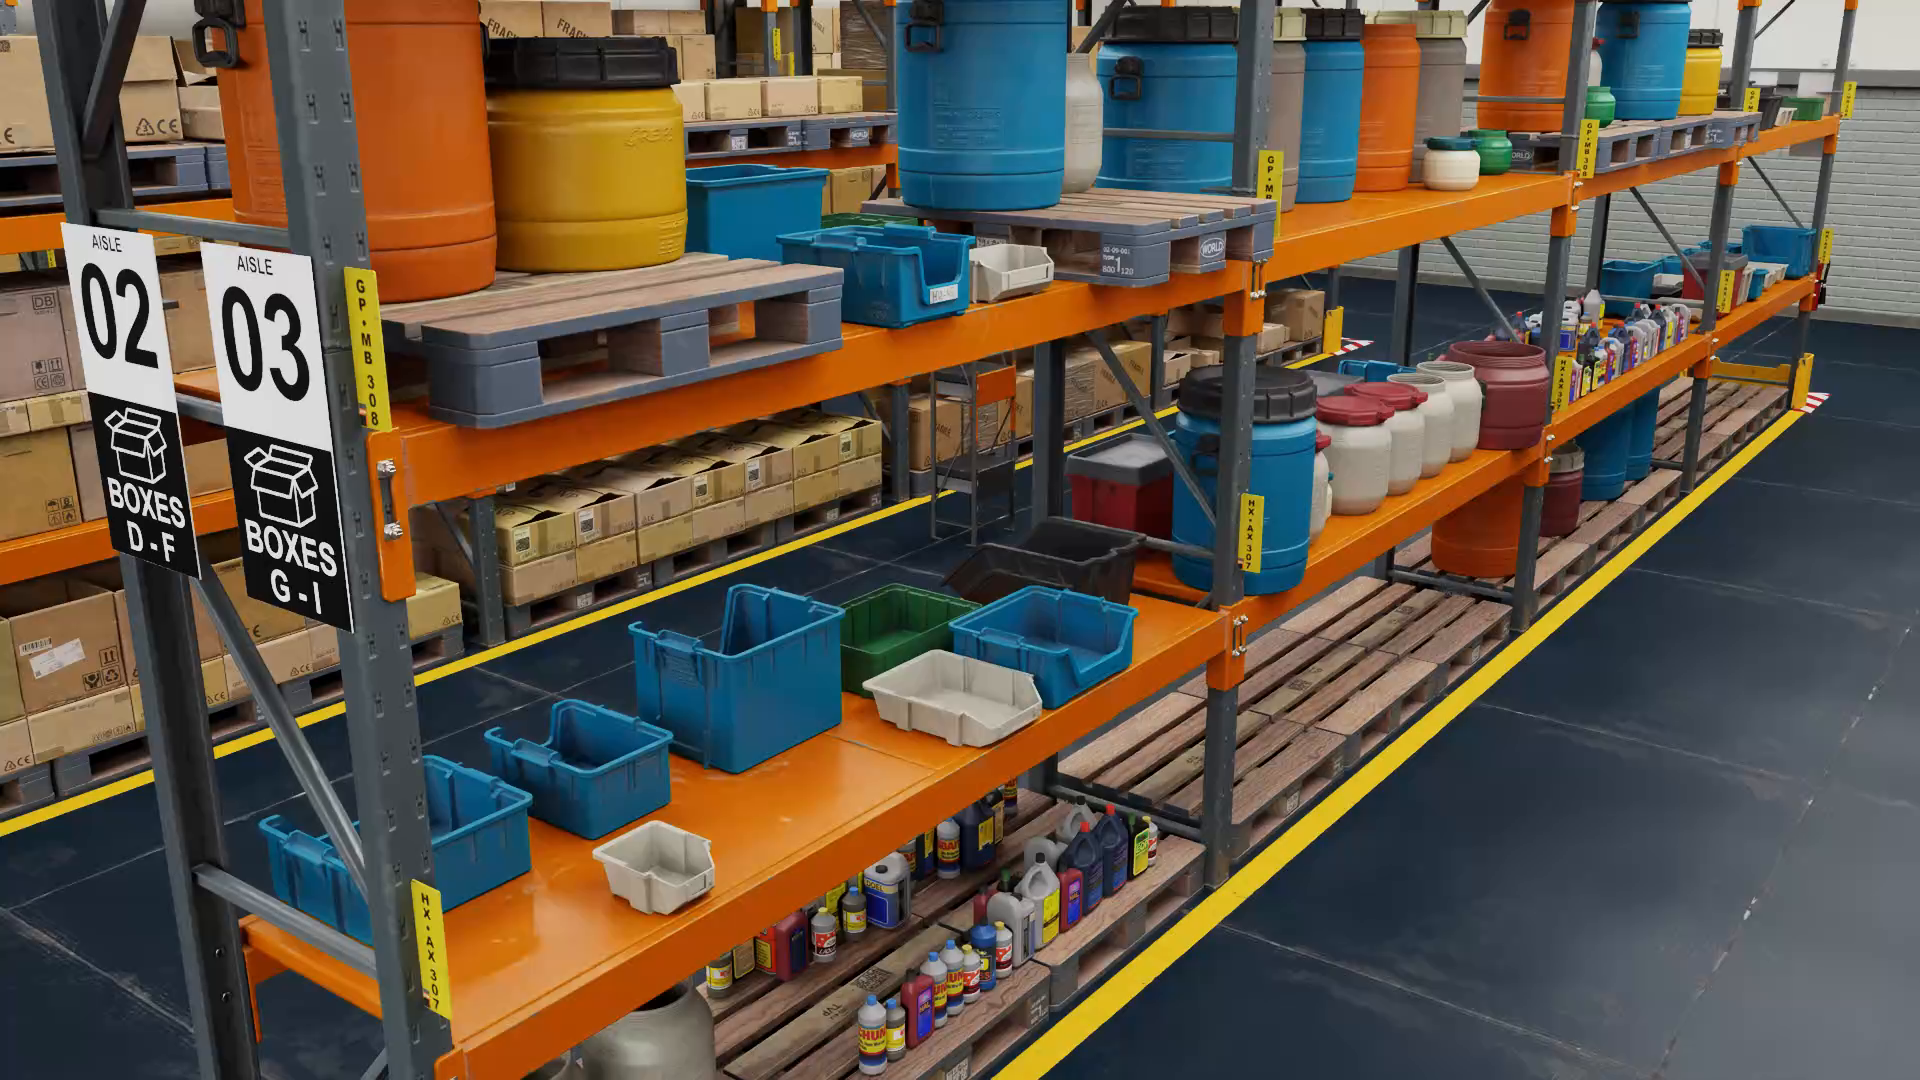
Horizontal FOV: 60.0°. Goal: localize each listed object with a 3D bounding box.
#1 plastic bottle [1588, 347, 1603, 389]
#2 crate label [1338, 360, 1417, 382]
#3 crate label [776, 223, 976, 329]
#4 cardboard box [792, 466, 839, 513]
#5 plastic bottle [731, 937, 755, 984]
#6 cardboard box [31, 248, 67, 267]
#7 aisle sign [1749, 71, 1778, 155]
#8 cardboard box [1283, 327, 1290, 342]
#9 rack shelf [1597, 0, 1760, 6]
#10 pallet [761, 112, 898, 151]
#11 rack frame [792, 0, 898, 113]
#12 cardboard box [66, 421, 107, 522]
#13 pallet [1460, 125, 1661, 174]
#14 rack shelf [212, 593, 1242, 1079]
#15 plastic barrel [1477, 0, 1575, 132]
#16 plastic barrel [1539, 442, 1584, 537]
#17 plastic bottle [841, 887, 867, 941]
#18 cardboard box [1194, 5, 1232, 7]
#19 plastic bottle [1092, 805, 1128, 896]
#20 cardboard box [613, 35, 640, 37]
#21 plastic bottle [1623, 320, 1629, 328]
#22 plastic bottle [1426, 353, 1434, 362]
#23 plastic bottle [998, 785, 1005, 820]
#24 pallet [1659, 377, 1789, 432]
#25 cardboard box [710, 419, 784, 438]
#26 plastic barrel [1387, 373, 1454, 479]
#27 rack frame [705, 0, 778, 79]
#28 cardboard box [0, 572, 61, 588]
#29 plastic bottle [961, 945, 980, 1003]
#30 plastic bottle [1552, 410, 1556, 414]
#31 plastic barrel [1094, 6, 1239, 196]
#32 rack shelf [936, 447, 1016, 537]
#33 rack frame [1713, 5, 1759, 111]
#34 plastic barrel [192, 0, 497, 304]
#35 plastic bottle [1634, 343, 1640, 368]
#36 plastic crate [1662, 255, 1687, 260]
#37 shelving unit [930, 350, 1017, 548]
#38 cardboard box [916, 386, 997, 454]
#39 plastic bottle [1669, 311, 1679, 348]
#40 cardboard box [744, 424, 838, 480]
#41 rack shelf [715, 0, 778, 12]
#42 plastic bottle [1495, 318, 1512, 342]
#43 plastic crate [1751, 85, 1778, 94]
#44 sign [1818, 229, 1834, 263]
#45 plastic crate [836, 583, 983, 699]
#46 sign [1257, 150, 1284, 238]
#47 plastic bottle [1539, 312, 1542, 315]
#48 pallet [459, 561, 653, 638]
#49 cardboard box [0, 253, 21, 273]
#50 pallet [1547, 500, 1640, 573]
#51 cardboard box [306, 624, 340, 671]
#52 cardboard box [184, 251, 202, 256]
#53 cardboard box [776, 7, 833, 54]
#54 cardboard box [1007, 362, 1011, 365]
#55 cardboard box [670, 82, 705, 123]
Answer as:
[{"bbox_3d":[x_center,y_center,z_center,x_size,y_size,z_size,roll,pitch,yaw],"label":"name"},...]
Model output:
[{"bbox_3d":[4.239,-1.152,11.113,0.097,0.271,0.097,0,17,0],"label":"plastic bottle"},{"bbox_3d":[2.329,-0.776,9.625,0.502,0.435,0.616,12,21,35],"label":"crate label"},{"bbox_3d":[-0.248,-0.792,4.928,0.502,0.251,0.408,12,21,35],"label":"crate label"},{"bbox_3d":[-1.259,-0.420,12.466,0.500,0.250,0.500,12,21,34],"label":"cardboard box"},{"bbox_3d":[-0.831,1.499,6.199,0.061,0.283,0.133,13,22,36],"label":"plastic bottle"},{"bbox_3d":[-6.871,-2.119,13.099,0.700,0.500,0.500,12,21,35],"label":"cardboard box"},{"bbox_3d":[7.709,-4.165,16.213,0.394,0.787,0.004,12,21,35],"label":"aisle sign"},{"bbox_3d":[3.489,-2.333,18.734,0.380,0.166,0.250,12,21,35],"label":"cardboard box"},{"bbox_3d":[4.330,-3.755,11.049,1.077,0.370,4.000,12,21,35],"label":"rack shelf"},{"bbox_3d":[-1.170,-2.989,12.072,1.213,0.211,1.003,14,22,37],"label":"pallet"},{"bbox_3d":[-0.838,-4.689,12.170,1.000,3.000,0.127,12,21,35],"label":"rack frame"},{"bbox_3d":[-4.396,-0.445,8.449,0.700,0.500,0.500,13,22,36],"label":"cardboard box"},{"bbox_3d":[3.673,-2.455,10.353,1.003,0.211,1.213,12,21,35],"label":"pallet"},{"bbox_3d":[-0.437,0.825,5.744,1.077,0.370,4.000,12,21,35],"label":"rack shelf"},{"bbox_3d":[3.479,-2.921,10.102,0.600,0.830,0.708,12,21,35],"label":"plastic barrel"},{"bbox_3d":[4.089,-0.385,11.785,0.600,0.588,0.708,12,21,35],"label":"plastic barrel"},{"bbox_3d":[-0.413,1.451,6.489,0.097,0.201,0.097,0,17,0],"label":"plastic bottle"},{"bbox_3d":[2.217,-4.951,16.218,0.700,0.500,0.500,12,21,35],"label":"cardboard box"},{"bbox_3d":[0.603,1.264,6.840,0.144,0.351,0.185,12,21,33],"label":"plastic bottle"},{"bbox_3d":[-3.677,-4.900,16.995,0.700,0.500,0.500,12,21,35],"label":"cardboard box"},{"bbox_3d":[4.837,-1.467,12.126,0.097,0.271,0.097,0,17,0],"label":"plastic bottle"},{"bbox_3d":[3.037,-1.064,10.809,0.061,0.283,0.133,12,21,35],"label":"plastic bottle"},{"bbox_3d":[0.153,1.154,7.448,0.097,0.201,0.097,0,17,0],"label":"plastic bottle"},{"bbox_3d":[7.382,-1.332,16.178,1.003,0.211,1.213,12,21,35],"label":"pallet"},{"bbox_3d":[-1.692,-0.780,12.680,0.500,0.311,0.500,12,21,33],"label":"cardboard box"},{"bbox_3d":[2.446,-0.618,8.988,0.421,0.512,0.421,0,17,0],"label":"plastic barrel"},{"bbox_3d":[-2.435,-6.516,18.054,1.000,3.000,0.127,12,21,35],"label":"rack frame"},{"bbox_3d":[-4.940,0.415,8.515,0.500,0.500,0.500,12,21,35],"label":"cardboard box"},{"bbox_3d":[0.025,1.578,6.081,0.097,0.201,0.097,0,17,0],"label":"plastic bottle"},{"bbox_3d":[3.656,-0.935,10.405,0.152,0.276,0.135,12,21,35],"label":"plastic bottle"},{"bbox_3d":[0.884,-1.827,7.165,0.600,0.901,0.708,12,21,35],"label":"plastic barrel"},{"bbox_3d":[0.099,-0.361,12.271,0.431,0.518,0.480,12,21,35],"label":"rack shelf"},{"bbox_3d":[5.522,-4.766,12.417,1.000,3.000,0.127,12,21,35],"label":"rack frame"},{"bbox_3d":[-1.441,-1.019,3.977,0.600,0.830,0.708,12,21,35],"label":"plastic barrel"},{"bbox_3d":[4.763,-1.328,11.797,0.097,0.201,0.097,0,17,0],"label":"plastic bottle"},{"bbox_3d":[6.709,-2.488,15.379,0.416,0.233,0.300,12,21,35],"label":"plastic crate"},{"bbox_3d":[0.099,-1.042,12.059,0.431,2.100,0.503,12,21,35],"label":"shelving unit"},{"bbox_3d":[-0.029,-1.024,13.957,0.500,0.500,0.500,12,21,33],"label":"cardboard box"},{"bbox_3d":[5.329,-1.603,12.559,0.152,0.276,0.135,12,21,35],"label":"plastic bottle"},{"bbox_3d":[-1.256,-0.686,12.378,0.500,0.311,0.500,12,21,34],"label":"cardboard box"},{"bbox_3d":[-1.243,-6.458,19.754,1.077,0.370,4.000,12,21,35],"label":"rack shelf"},{"bbox_3d":[3.846,-1.399,11.774,0.144,0.351,0.185,12,21,35],"label":"plastic bottle"},{"bbox_3d":[7.452,-4.181,15.812,0.497,0.269,0.590,12,21,35],"label":"plastic crate"},{"bbox_3d":[8.356,-2.838,16.050,0.100,0.325,0.005,12,21,35],"label":"sign"},{"bbox_3d":[-0.281,0.379,6.322,0.450,0.188,0.662,12,21,35],"label":"plastic crate"},{"bbox_3d":[1.190,-1.332,6.403,0.100,0.325,0.005,12,21,35],"label":"sign"},{"bbox_3d":[4.388,-1.578,12.477,0.152,0.276,0.135,12,21,35],"label":"plastic bottle"},{"bbox_3d":[-2.813,0.278,10.993,1.003,0.211,1.213,12,21,35],"label":"pallet"},{"bbox_3d":[-7.235,-1.875,12.178,0.500,0.500,0.500,12,21,35],"label":"cardboard box"},{"bbox_3d":[4.302,-0.101,12.212,1.003,0.211,1.213,12,21,35],"label":"pallet"},{"bbox_3d":[-3.628,0.508,9.480,0.500,0.250,0.500,12,21,35],"label":"cardboard box"},{"bbox_3d":[-3.780,-1.311,9.053,0.700,0.500,0.500,12,21,35],"label":"cardboard box"},{"bbox_3d":[-1.785,-5.739,18.720,0.500,0.500,0.500,12,21,34],"label":"cardboard box"},{"bbox_3d":[0.148,-1.354,15.019,0.500,0.500,0.500,11,21,33],"label":"cardboard box"},{"bbox_3d":[-2.032,-2.877,10.939,0.500,0.250,0.500,10,20,30],"label":"cardboard box"}]
